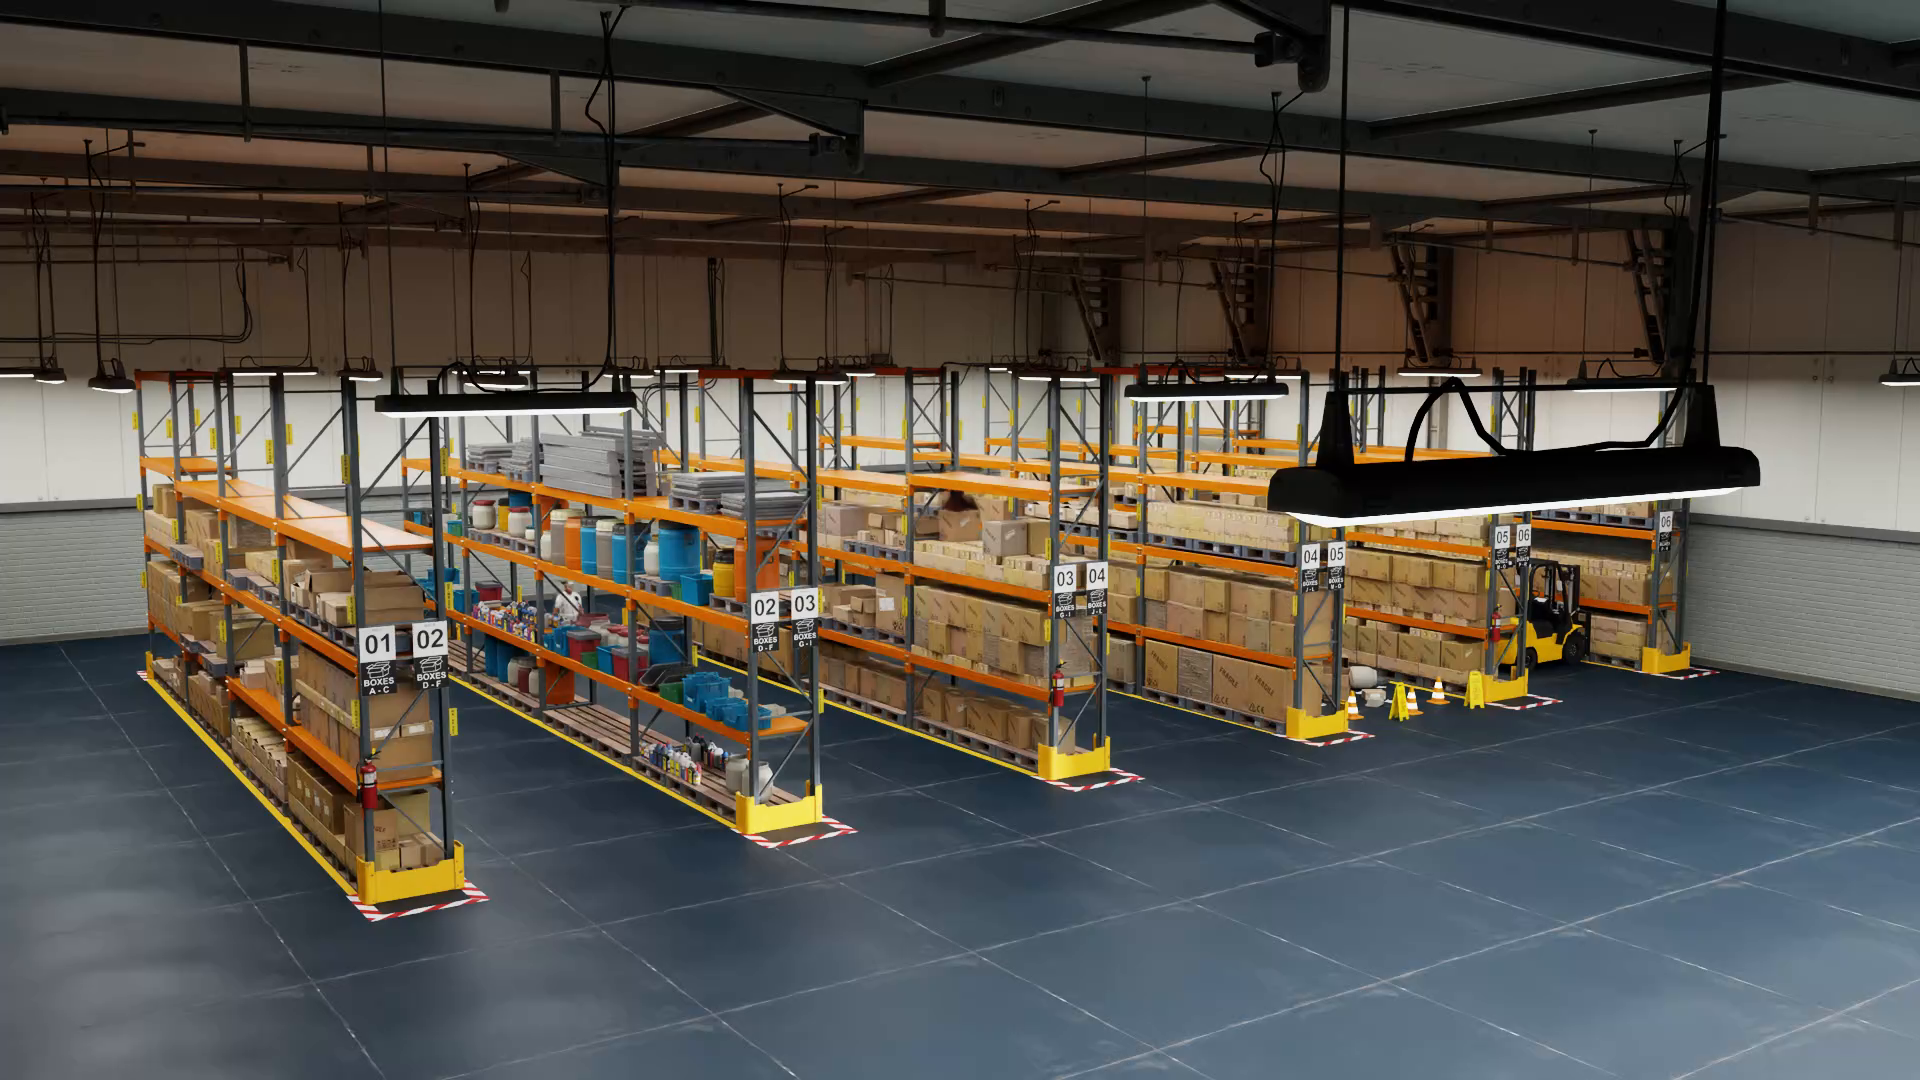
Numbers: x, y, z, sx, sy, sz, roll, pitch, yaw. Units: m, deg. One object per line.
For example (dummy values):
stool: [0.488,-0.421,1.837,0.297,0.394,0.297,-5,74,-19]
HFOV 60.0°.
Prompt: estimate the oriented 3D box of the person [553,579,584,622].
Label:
person: [-7.975,1.643,33.971,0.644,1.726,1.086,-5,8,-38]

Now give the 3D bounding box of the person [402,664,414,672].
person: [-9.699,2.265,28.434,0.741,1.728,1.162,-5,8,-37]
